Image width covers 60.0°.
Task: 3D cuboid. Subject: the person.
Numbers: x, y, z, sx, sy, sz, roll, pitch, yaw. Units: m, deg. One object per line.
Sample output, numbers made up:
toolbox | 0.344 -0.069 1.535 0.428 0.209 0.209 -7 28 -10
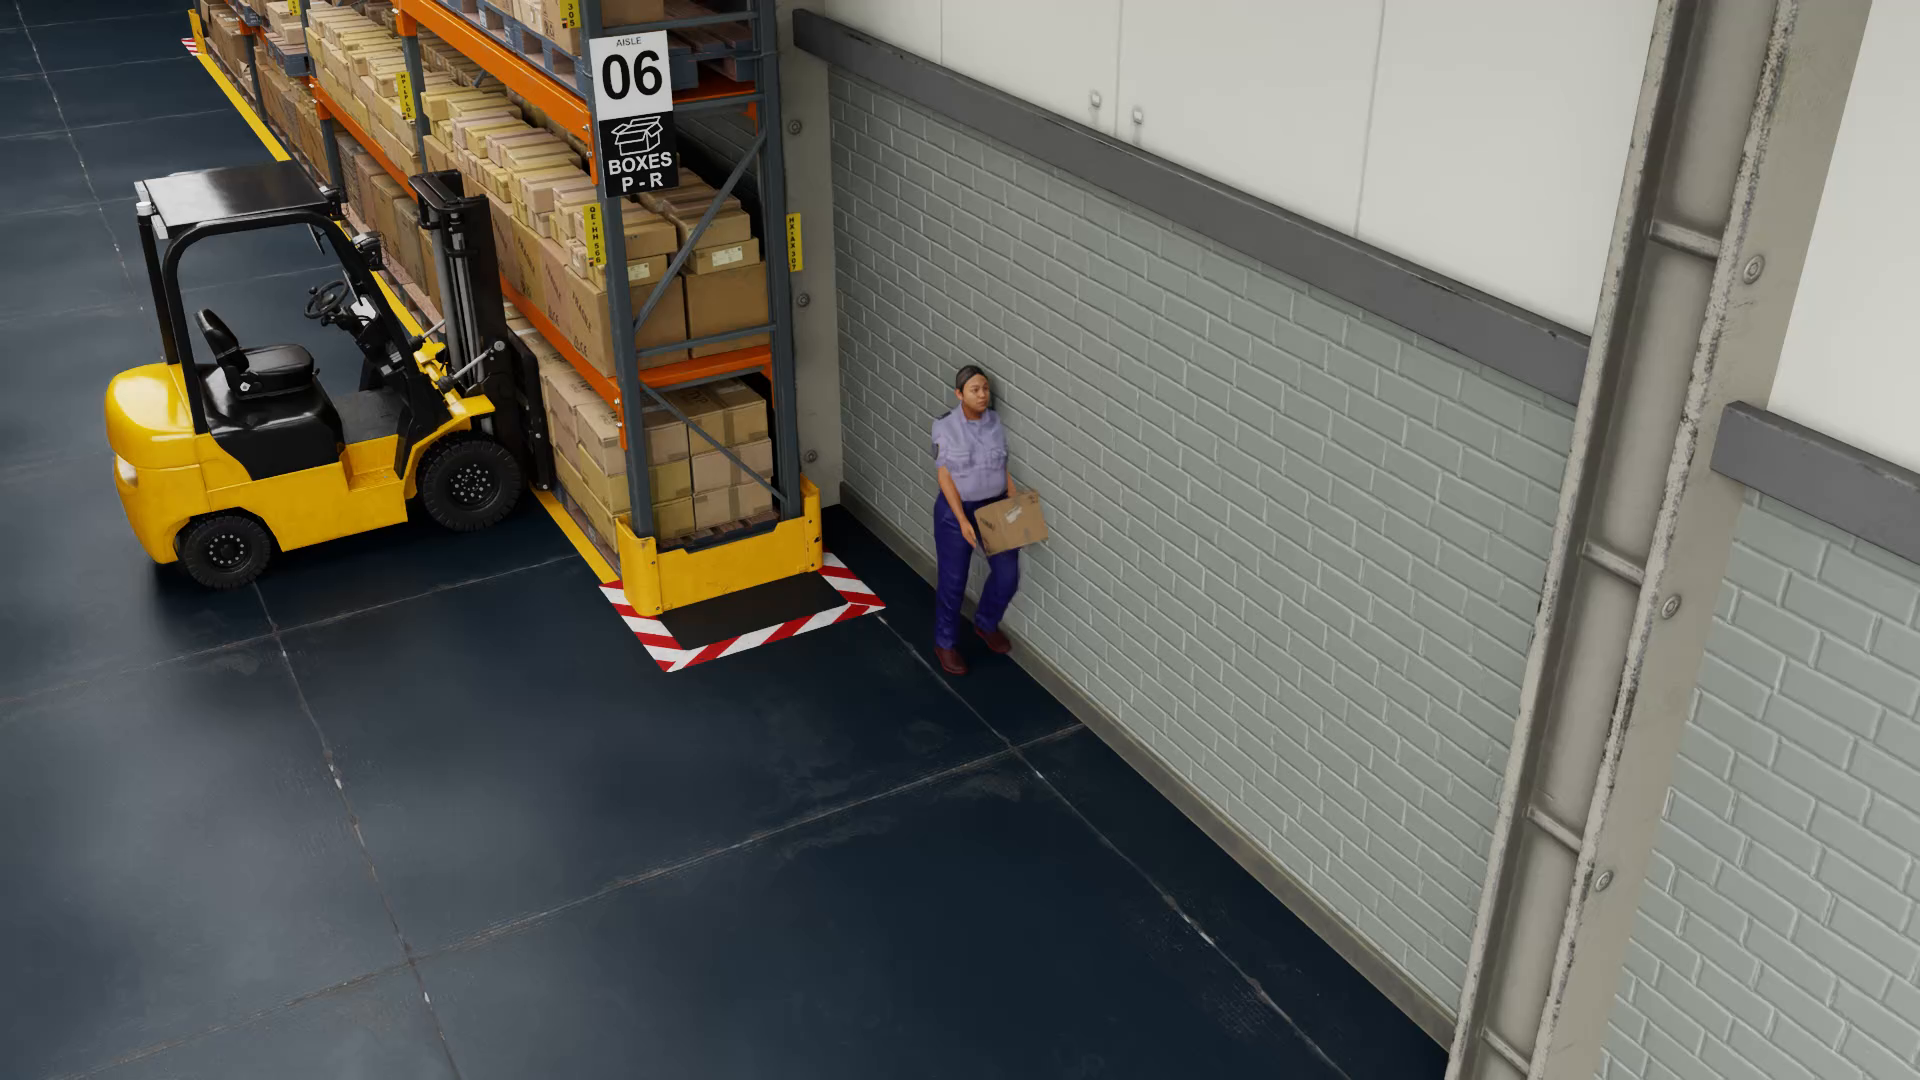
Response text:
person | 0.098 -0.096 8.745 0.476 1.643 0.516 -11 31 -19
